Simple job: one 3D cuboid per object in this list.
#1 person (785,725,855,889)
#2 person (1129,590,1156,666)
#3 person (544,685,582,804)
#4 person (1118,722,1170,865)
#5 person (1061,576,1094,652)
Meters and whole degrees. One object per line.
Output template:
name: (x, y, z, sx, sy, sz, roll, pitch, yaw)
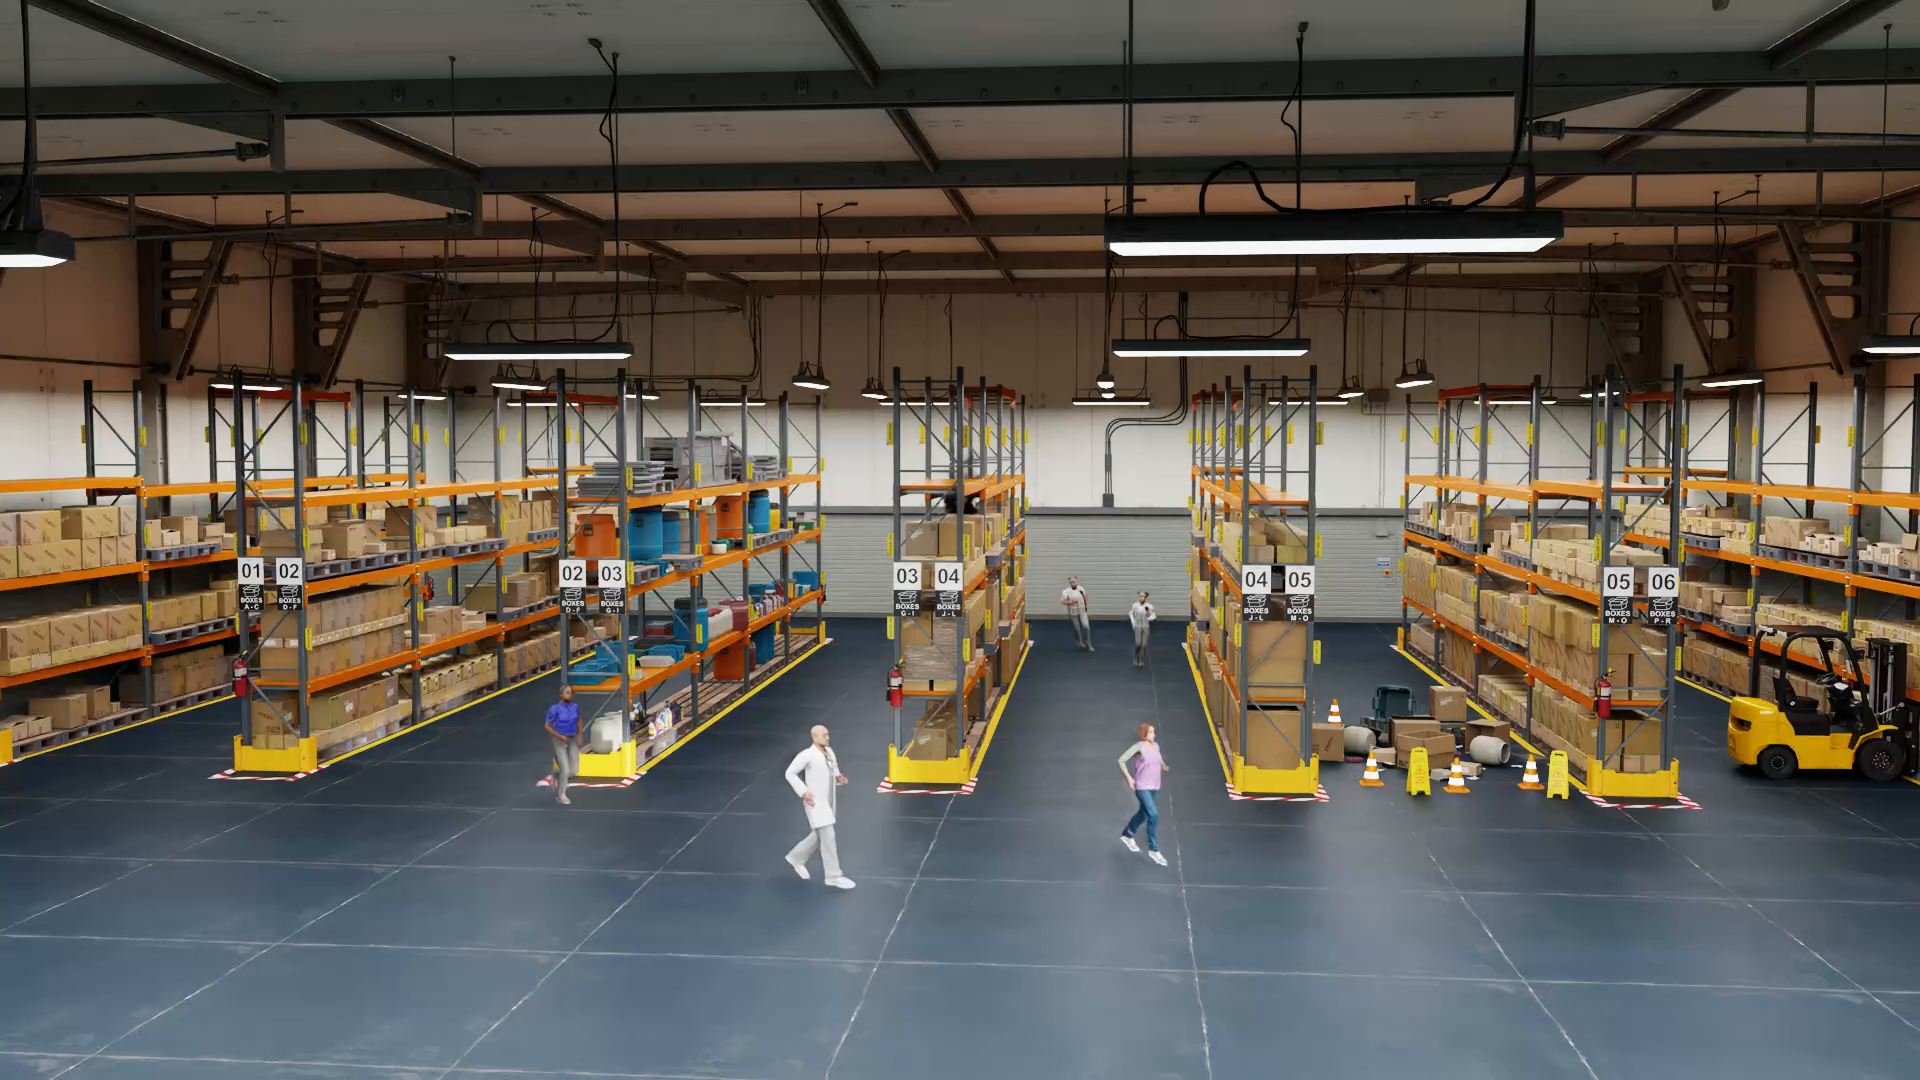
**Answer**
person: (-1.560, 2.937, 18.504, 0.961, 1.768, 0.715, 2, 4, 27)
person: (3.961, 1.921, 36.086, 0.589, 1.674, 0.624, 0, 4, 8)
person: (-5.451, 2.798, 22.886, 0.610, 1.608, 0.622, 3, 5, 41)
person: (2.184, 2.965, 19.684, 0.754, 1.632, 0.517, 3, 5, 44)
person: (2.732, 1.725, 39.099, 0.769, 1.787, 0.800, 0, 4, -5)
